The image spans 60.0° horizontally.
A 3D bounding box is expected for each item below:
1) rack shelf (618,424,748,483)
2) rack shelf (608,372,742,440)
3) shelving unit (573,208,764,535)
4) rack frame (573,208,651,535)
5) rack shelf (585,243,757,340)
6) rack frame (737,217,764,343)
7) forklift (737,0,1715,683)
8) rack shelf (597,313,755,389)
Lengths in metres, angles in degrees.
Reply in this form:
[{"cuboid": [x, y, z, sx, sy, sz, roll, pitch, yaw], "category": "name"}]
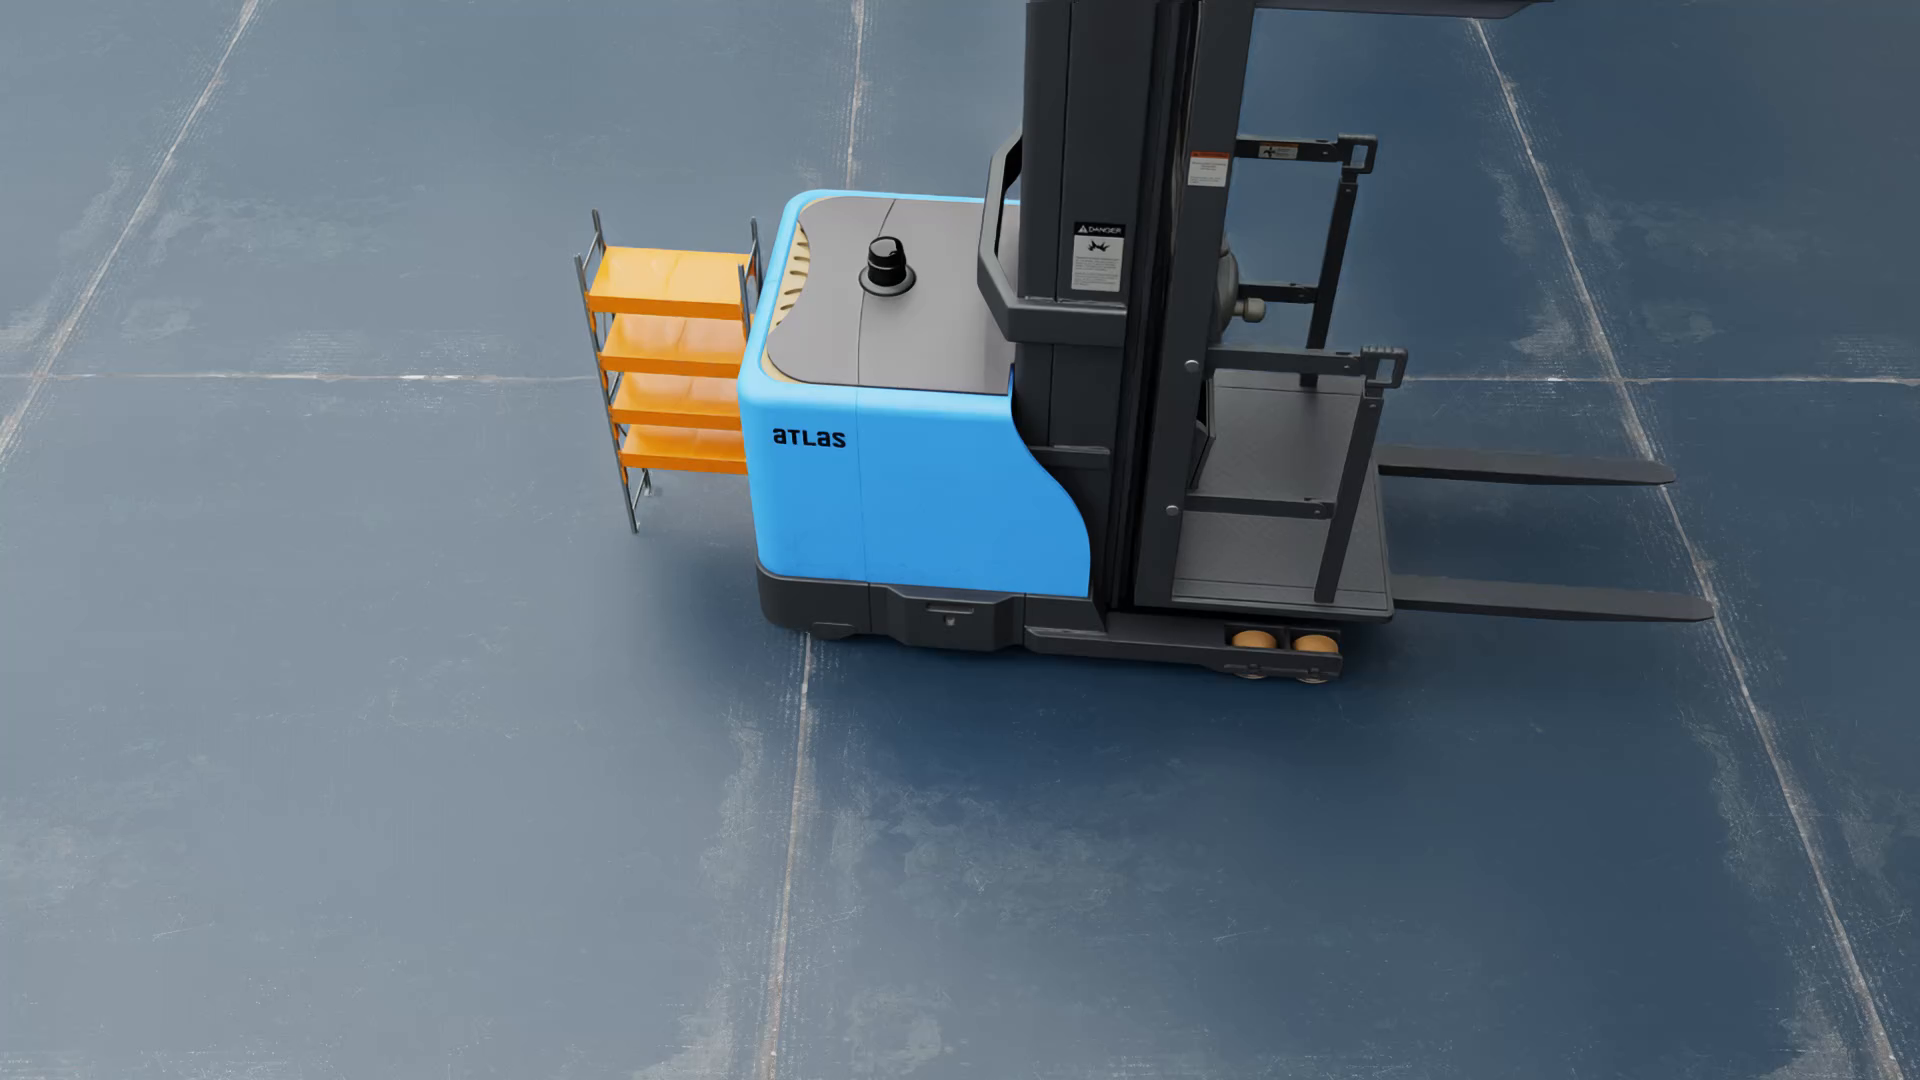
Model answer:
[{"cuboid": [-0.876, -0.315, 5.587, 0.480, 0.148, 0.258, 4, 47, 4], "category": "rack shelf"}, {"cuboid": [-0.876, -0.450, 5.441, 0.480, 0.148, 0.258, 4, 47, 4], "category": "rack shelf"}, {"cuboid": [-0.876, -0.496, 5.392, 0.503, 1.200, 0.258, 4, 47, 4], "category": "shelving unit"}, {"cuboid": [-1.118, -0.513, 5.407, 0.015, 1.200, 0.240, 4, 47, 4], "category": "rack frame"}, {"cuboid": [-0.876, -0.764, 5.104, 0.480, 0.148, 0.258, 4, 47, 4], "category": "rack shelf"}, {"cuboid": [-0.633, -0.480, 5.377, 0.015, 1.200, 0.240, 4, 47, 4], "category": "rack frame"}, {"cuboid": [0.895, -0.951, 4.633, 3.031, 2.935, 1.130, 4, 47, 4], "category": "forklift"}, {"cuboid": [-0.876, -0.603, 5.278, 0.480, 0.148, 0.258, 4, 47, 4], "category": "rack shelf"}]
